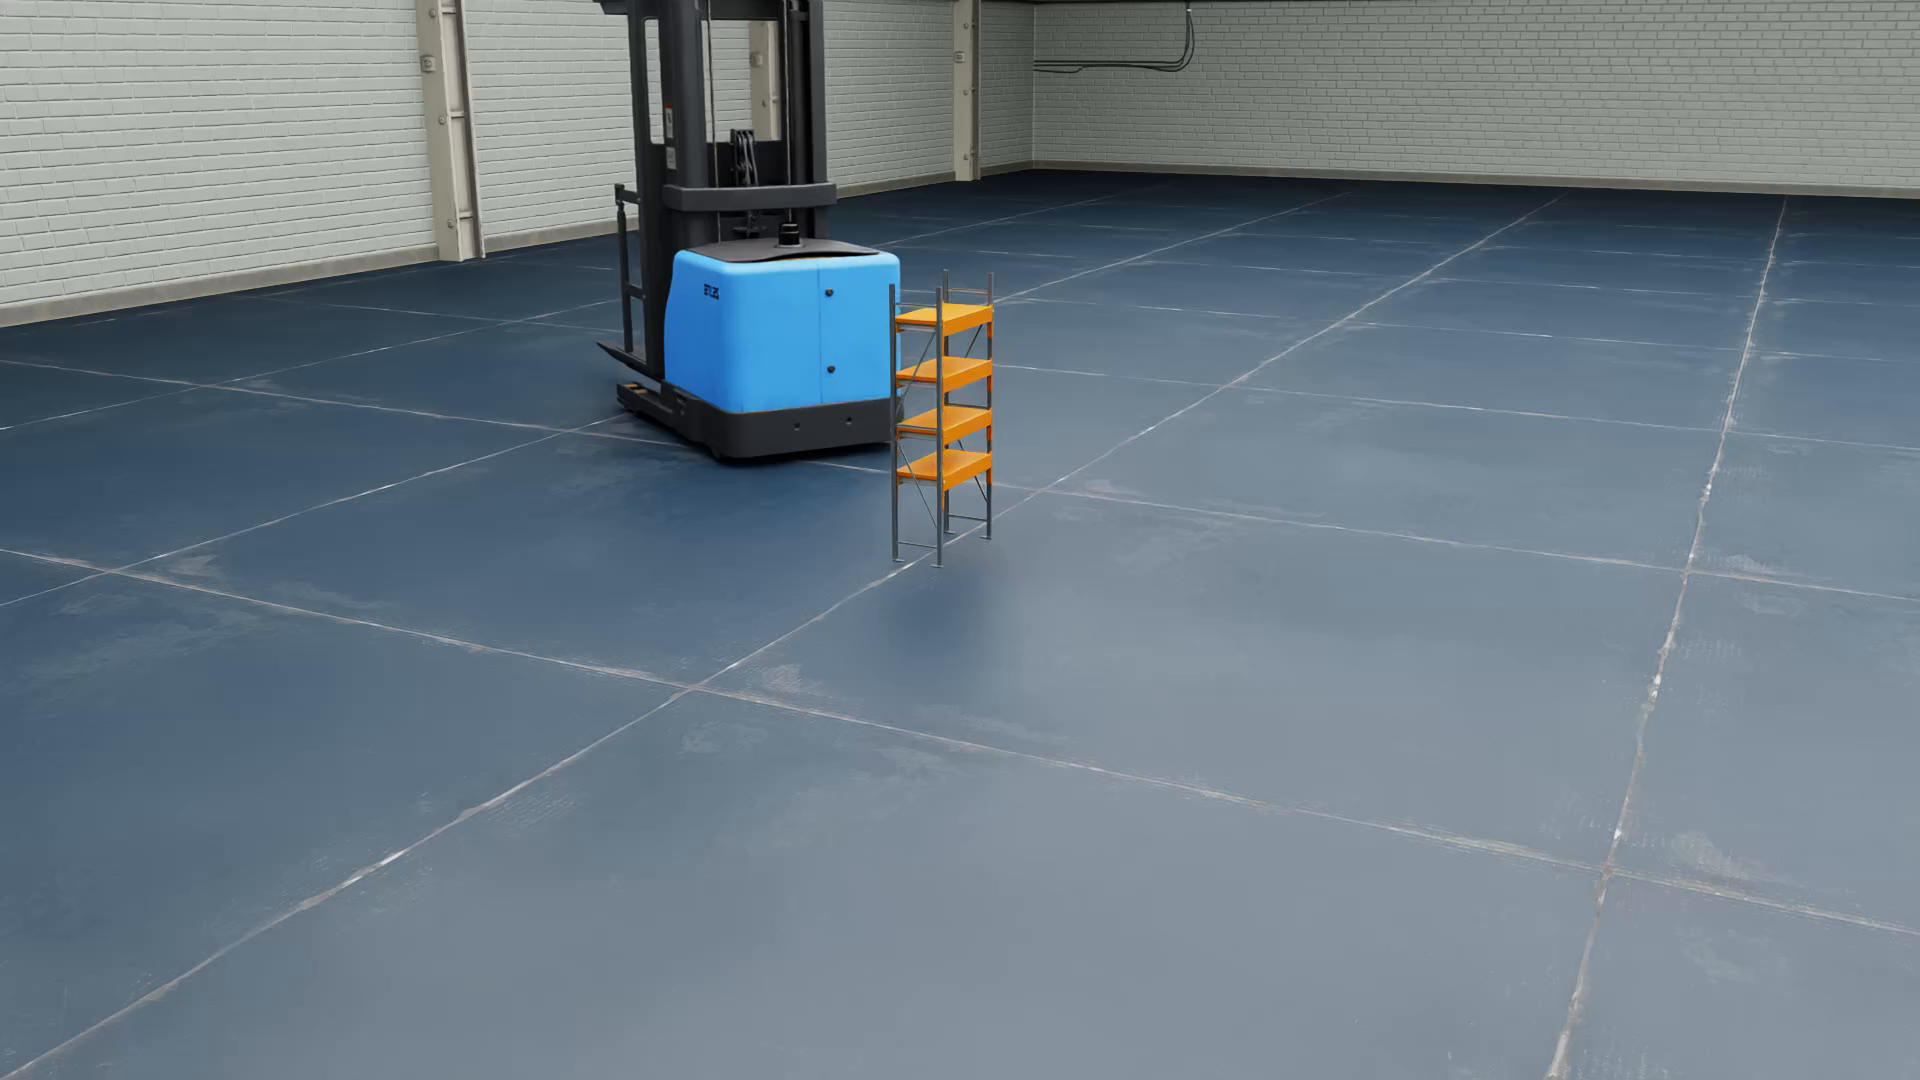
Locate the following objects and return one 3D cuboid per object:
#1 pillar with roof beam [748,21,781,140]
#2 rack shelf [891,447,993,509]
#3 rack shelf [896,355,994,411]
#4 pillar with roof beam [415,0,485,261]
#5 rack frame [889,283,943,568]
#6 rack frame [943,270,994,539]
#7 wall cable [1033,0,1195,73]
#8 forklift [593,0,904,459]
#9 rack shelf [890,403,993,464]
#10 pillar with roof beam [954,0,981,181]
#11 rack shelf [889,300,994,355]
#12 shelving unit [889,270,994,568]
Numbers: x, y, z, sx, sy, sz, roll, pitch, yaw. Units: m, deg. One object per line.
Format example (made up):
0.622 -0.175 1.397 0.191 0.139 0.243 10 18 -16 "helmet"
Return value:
1.290 -8.256 19.515 9.100 9.000 0.400 8 18 25 "pillar with roof beam"
-0.074 -0.278 7.287 0.258 0.148 0.480 8 18 25 "rack shelf"
-0.074 -0.683 7.167 0.258 0.148 0.480 8 18 25 "rack shelf"
-1.391 -6.727 14.369 9.100 9.000 0.400 8 18 25 "pillar with roof beam"
-0.183 -0.471 7.002 0.240 1.200 0.015 8 18 25 "rack frame"
0.035 -0.595 7.421 0.240 1.200 0.015 8 18 25 "rack frame"
2.619 -9.425 28.906 3.097 2.526 0.112 8 18 25 "wall cable"
-1.451 -2.206 9.802 1.130 2.935 3.031 -9 19 -27 "forklift"
-0.074 -0.469 7.231 0.258 0.148 0.480 8 18 25 "rack shelf"
3.971 -9.784 24.660 9.100 9.000 0.400 8 18 25 "pillar with roof beam"
-0.074 -0.910 7.100 0.258 0.148 0.480 8 18 25 "rack shelf"
-0.074 -0.533 7.212 0.258 1.200 0.503 8 18 25 "shelving unit"
